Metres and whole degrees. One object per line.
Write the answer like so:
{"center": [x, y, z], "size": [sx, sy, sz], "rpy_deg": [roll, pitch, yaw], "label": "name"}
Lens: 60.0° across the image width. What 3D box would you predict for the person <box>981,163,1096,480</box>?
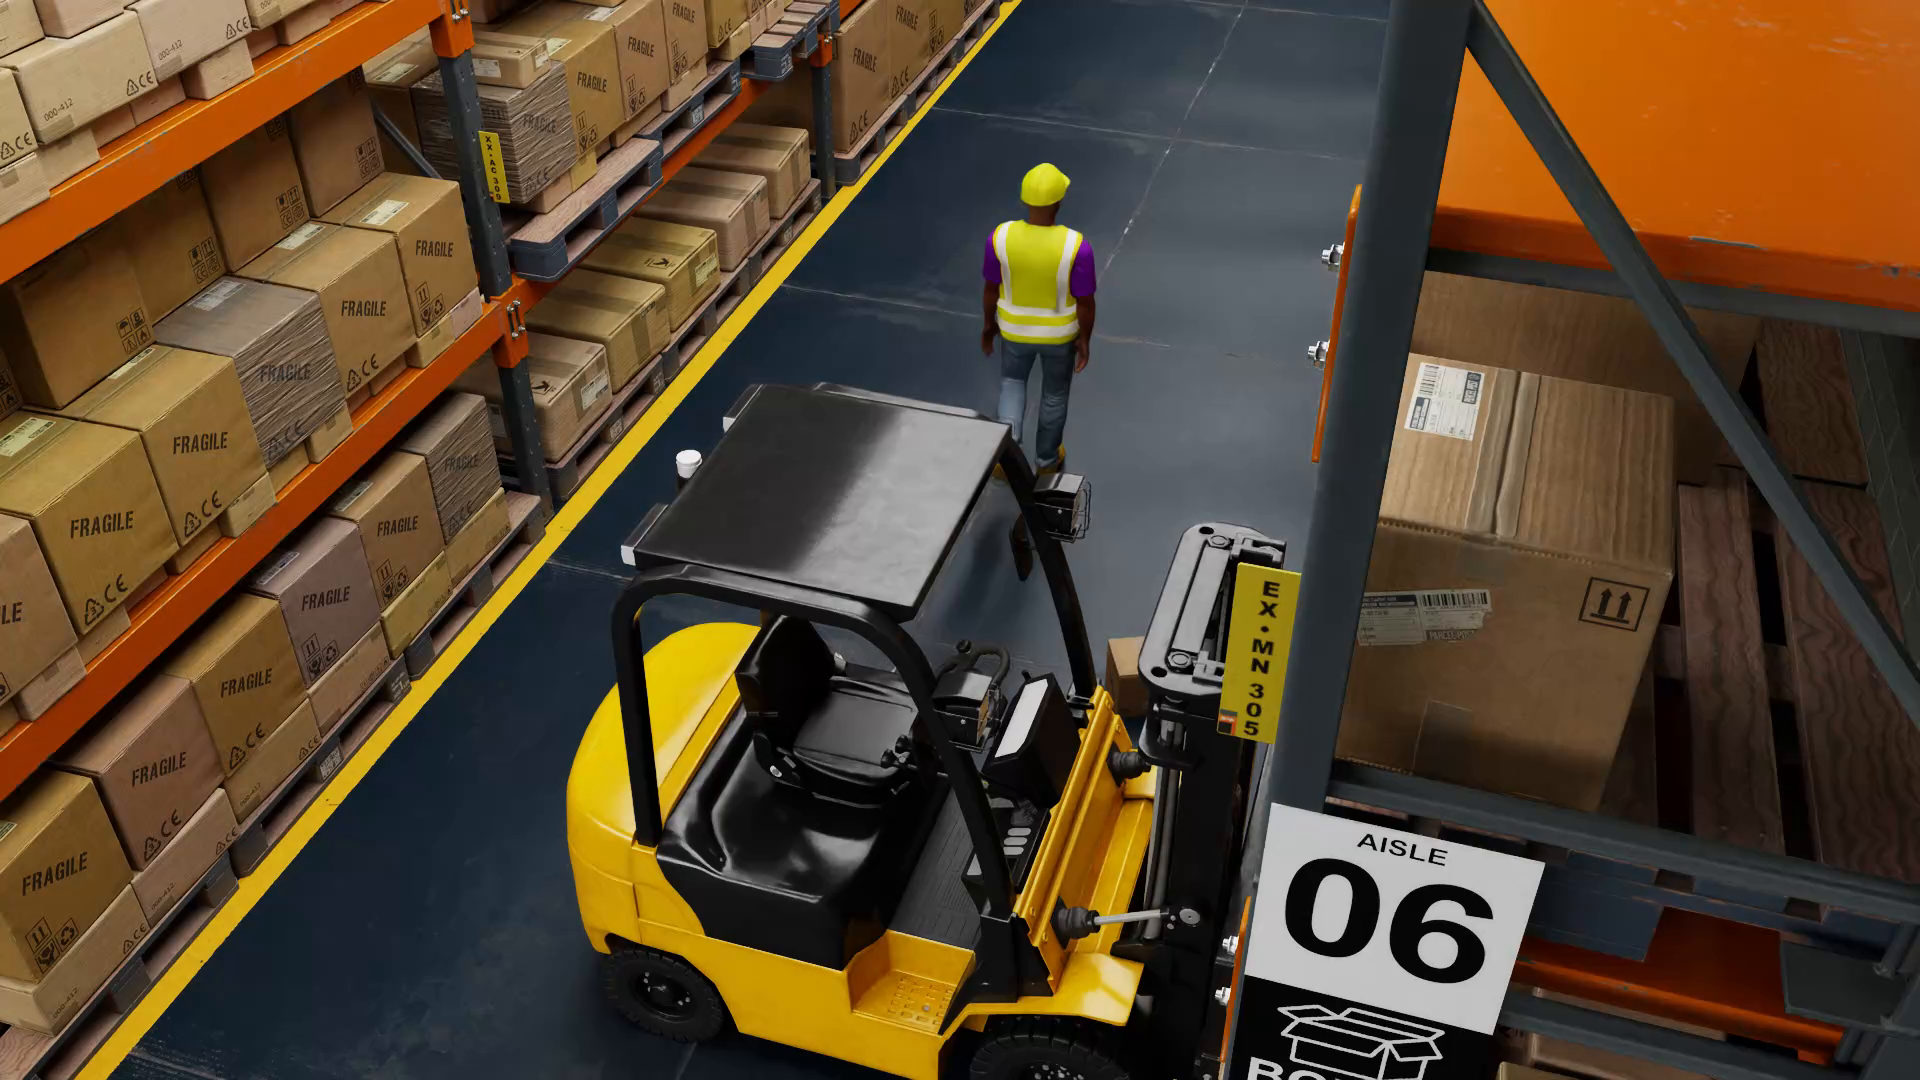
{"center": [0.380, -1.033, 8.216], "size": [0.578, 1.752, 0.611], "rpy_deg": [8, 37, 10], "label": "person"}
